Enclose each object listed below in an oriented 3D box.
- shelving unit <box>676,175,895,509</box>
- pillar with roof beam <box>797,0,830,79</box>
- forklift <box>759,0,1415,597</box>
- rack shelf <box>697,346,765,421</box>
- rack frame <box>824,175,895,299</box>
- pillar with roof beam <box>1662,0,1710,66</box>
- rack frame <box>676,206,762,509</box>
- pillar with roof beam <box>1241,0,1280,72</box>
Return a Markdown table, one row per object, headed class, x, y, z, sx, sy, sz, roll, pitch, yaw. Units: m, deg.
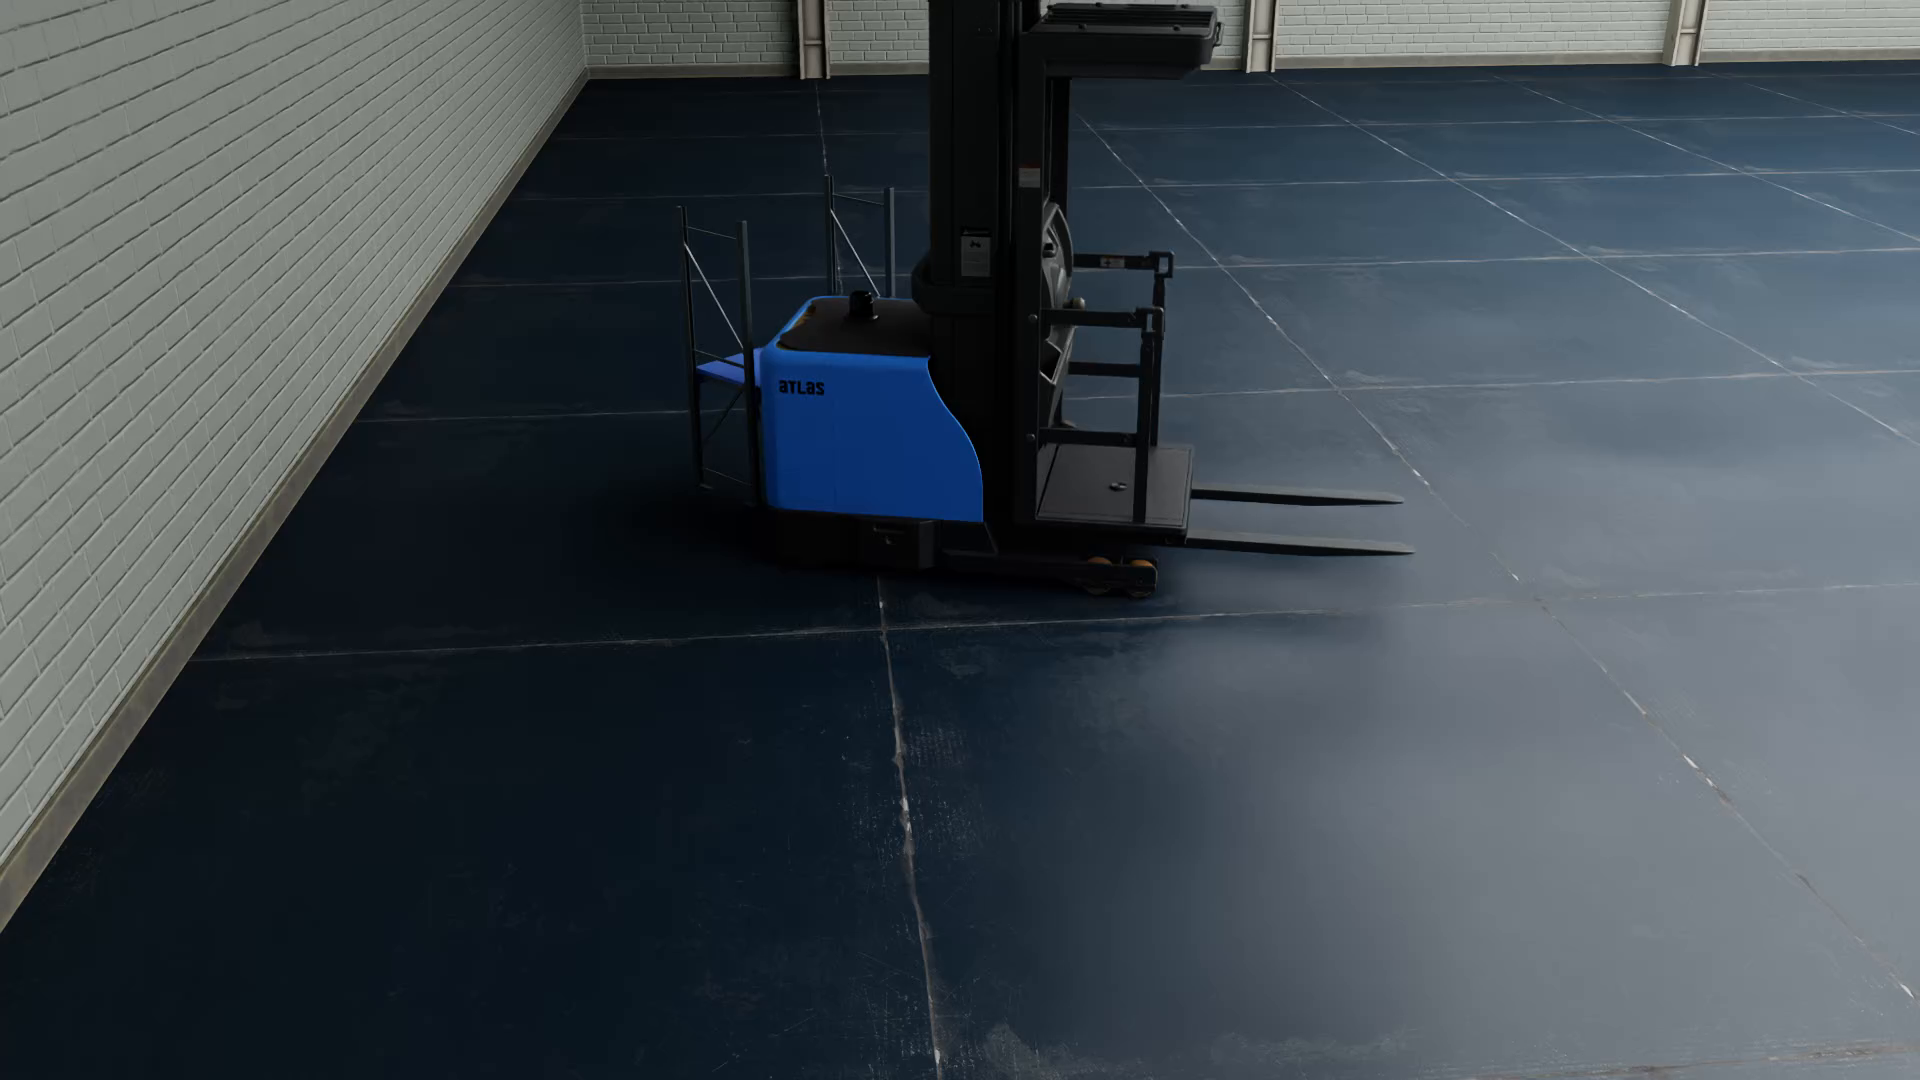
| class | x | y | z | sx | sy | sz | roll | pitch | yaw |
| --- | --- | --- | --- | --- | --- | --- | --- | --- | --- |
| shelving unit | -0.883 | -1.070 | 8.811 | 0.538 | 1.500 | 1.048 | 20 | 31 | 38 |
| pillar with roof beam | -1.502 | -8.517 | 16.333 | 0.400 | 9.000 | 9.100 | -2 | 24 | -5 |
| forklift | 0.633 | -1.311 | 7.591 | 3.031 | 2.935 | 1.130 | 4 | 24 | 8 |
| rack shelf | -0.883 | -0.906 | 8.884 | 0.538 | 0.185 | 1.000 | 20 | 31 | 38 |
| rack frame | -0.543 | -1.223 | 9.155 | 0.500 | 1.500 | 0.032 | 20 | 31 | 38 |
| pillar with roof beam | 10.440 | -8.996 | 17.411 | 0.400 | 9.000 | 9.100 | -2 | 24 | -5 |
| rack frame | -1.224 | -0.917 | 8.466 | 0.500 | 1.500 | 0.032 | 20 | 31 | 38 |
| pillar with roof beam | 4.469 | -8.757 | 16.872 | 0.400 | 9.000 | 9.100 | -2 | 24 | -5 |
